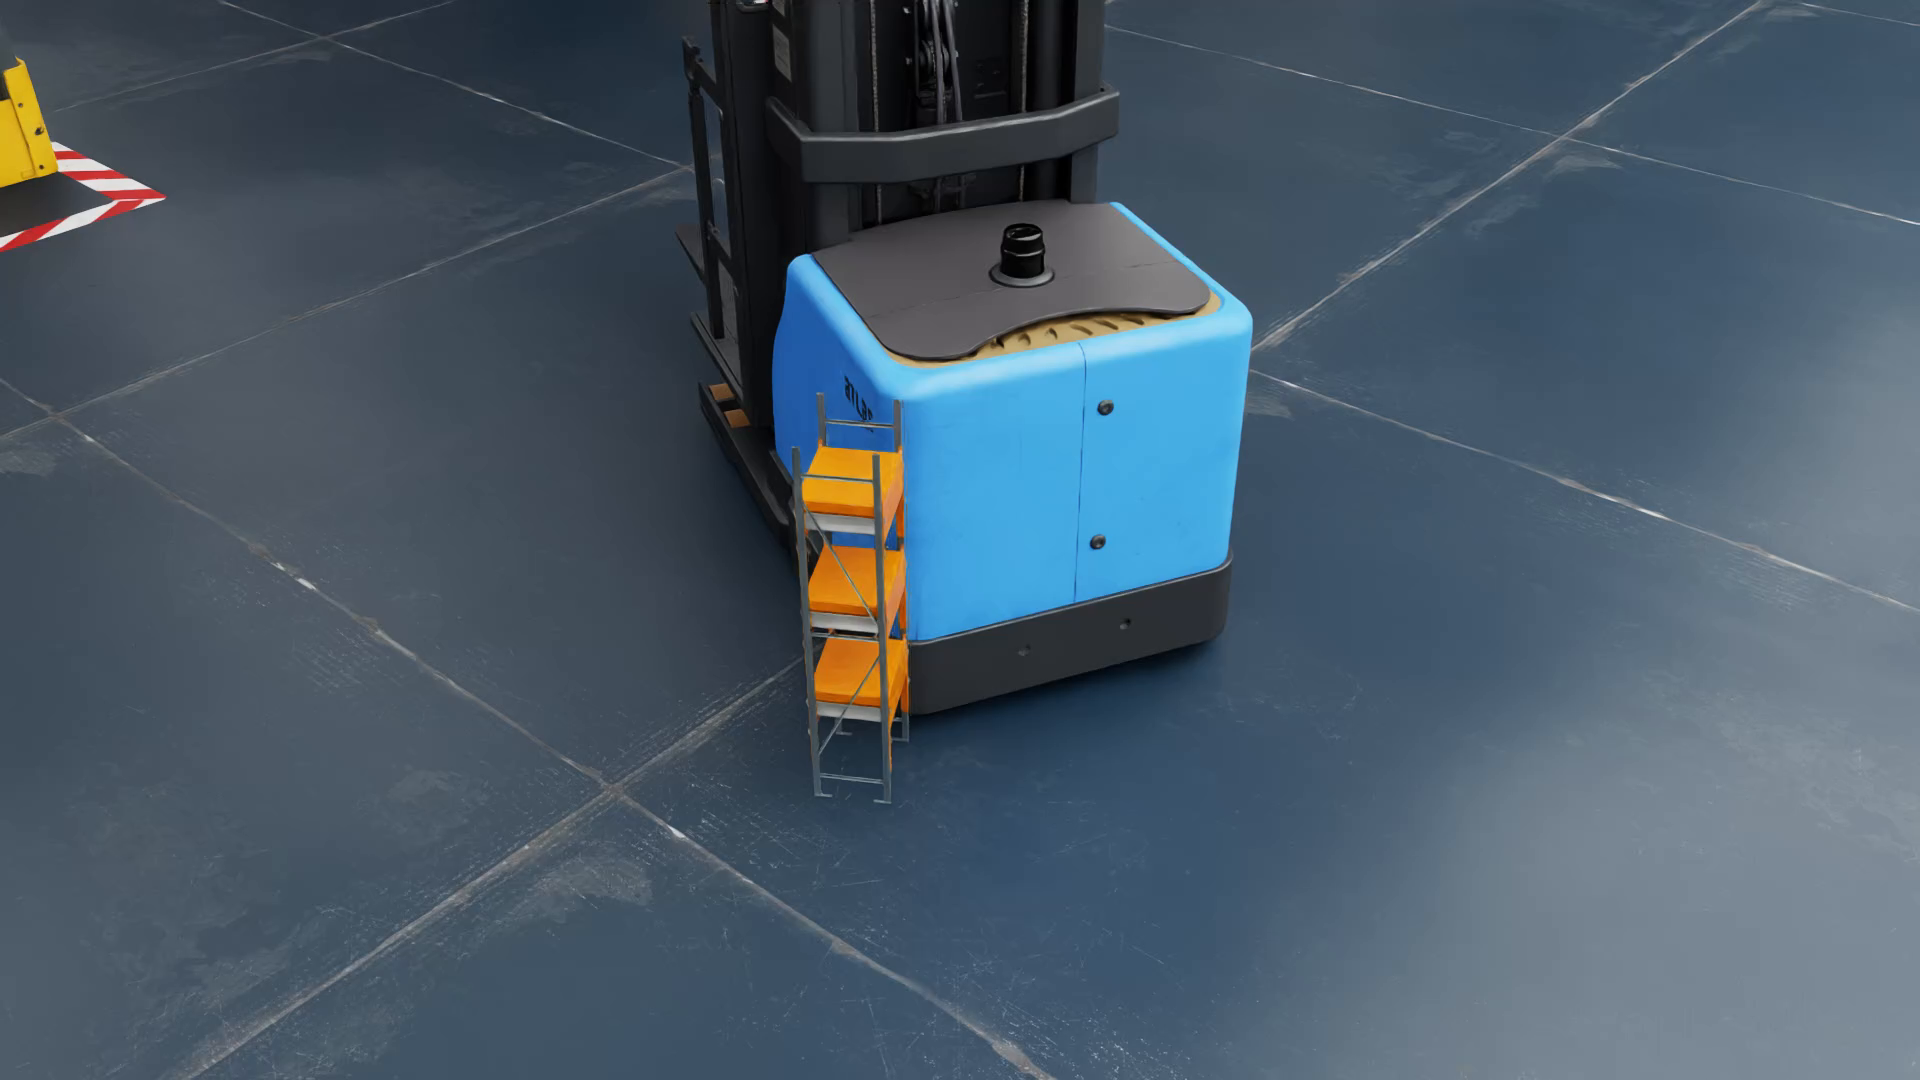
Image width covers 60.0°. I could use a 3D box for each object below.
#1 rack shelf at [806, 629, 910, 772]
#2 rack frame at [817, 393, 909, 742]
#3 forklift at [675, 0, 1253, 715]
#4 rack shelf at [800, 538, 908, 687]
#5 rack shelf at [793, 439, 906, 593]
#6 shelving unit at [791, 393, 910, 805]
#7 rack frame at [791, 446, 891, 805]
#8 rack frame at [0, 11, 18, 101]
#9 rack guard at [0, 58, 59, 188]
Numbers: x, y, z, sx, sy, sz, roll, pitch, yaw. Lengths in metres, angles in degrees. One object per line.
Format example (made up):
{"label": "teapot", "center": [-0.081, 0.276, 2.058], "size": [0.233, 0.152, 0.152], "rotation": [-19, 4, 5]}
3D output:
{"label": "rack shelf", "center": [-0.256, 0.405, 4.243], "size": [0.215, 0.259, 0.240], "rotation": [5, 35, 8]}
{"label": "rack frame", "center": [-0.236, 0.099, 4.179], "size": [0.200, 1.050, 0.008], "rotation": [5, 35, 8]}
{"label": "forklift", "center": [-0.260, -1.568, 4.945], "size": [1.130, 2.935, 3.031], "rotation": [-13, 37, -18]}
{"label": "rack shelf", "center": [-0.256, 0.176, 4.086], "size": [0.215, 0.259, 0.240], "rotation": [5, 35, 8]}
{"label": "rack shelf", "center": [-0.256, -0.058, 3.925], "size": [0.215, 0.259, 0.240], "rotation": [5, 35, 8]}
{"label": "shelving unit", "center": [-0.256, 0.167, 4.080], "size": [0.215, 1.050, 0.252], "rotation": [5, 35, 8]}
{"label": "rack frame", "center": [-0.275, 0.235, 3.980], "size": [0.200, 1.050, 0.008], "rotation": [5, 35, 8]}
{"label": "rack frame", "center": [-4.602, -2.766, 6.629], "size": [0.127, 3.000, 1.000], "rotation": [25, 42, 32]}
{"label": "rack guard", "center": [-4.691, -1.743, 7.347], "size": [0.348, 0.500, 1.175], "rotation": [25, 42, 32]}
